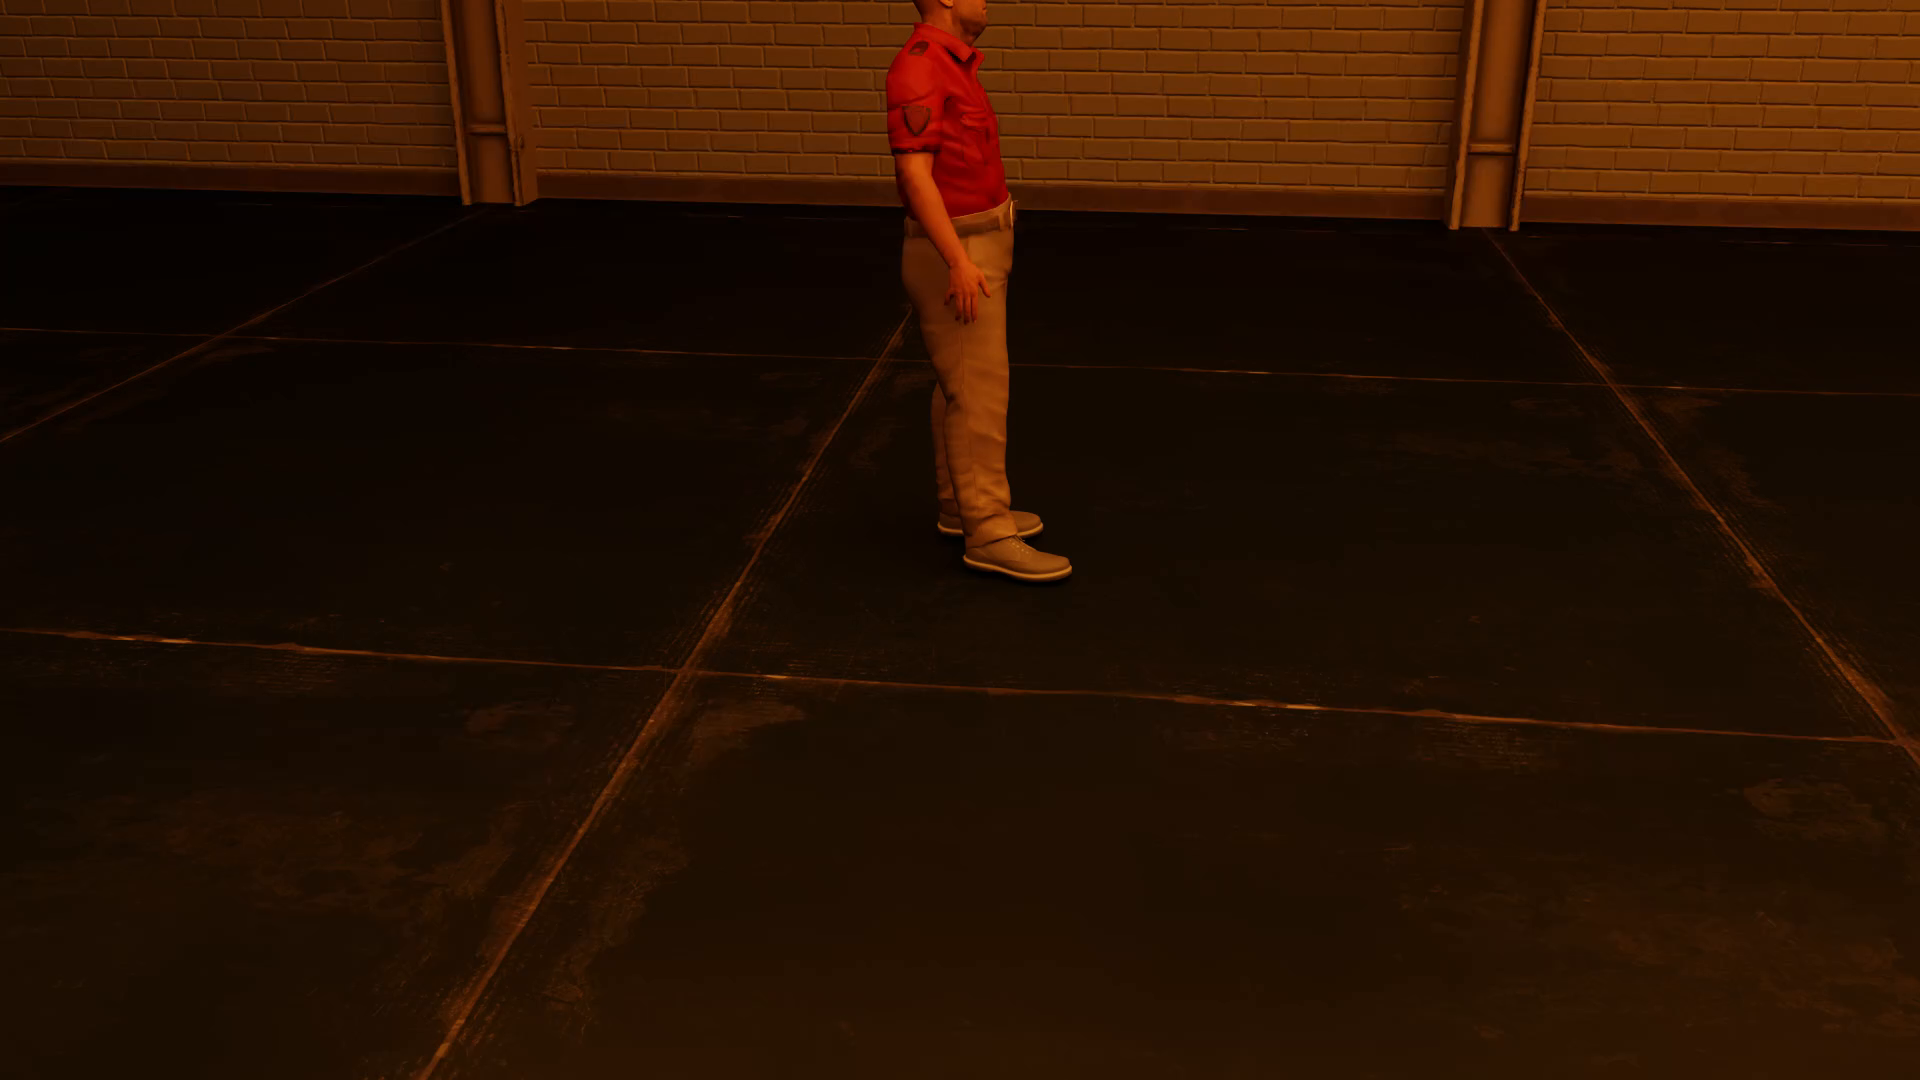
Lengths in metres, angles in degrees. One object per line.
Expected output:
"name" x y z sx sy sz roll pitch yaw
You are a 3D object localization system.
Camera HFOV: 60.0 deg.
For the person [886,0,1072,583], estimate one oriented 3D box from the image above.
"person" 0.087 -0.800 4.830 0.551 1.727 0.640 3 22 7
